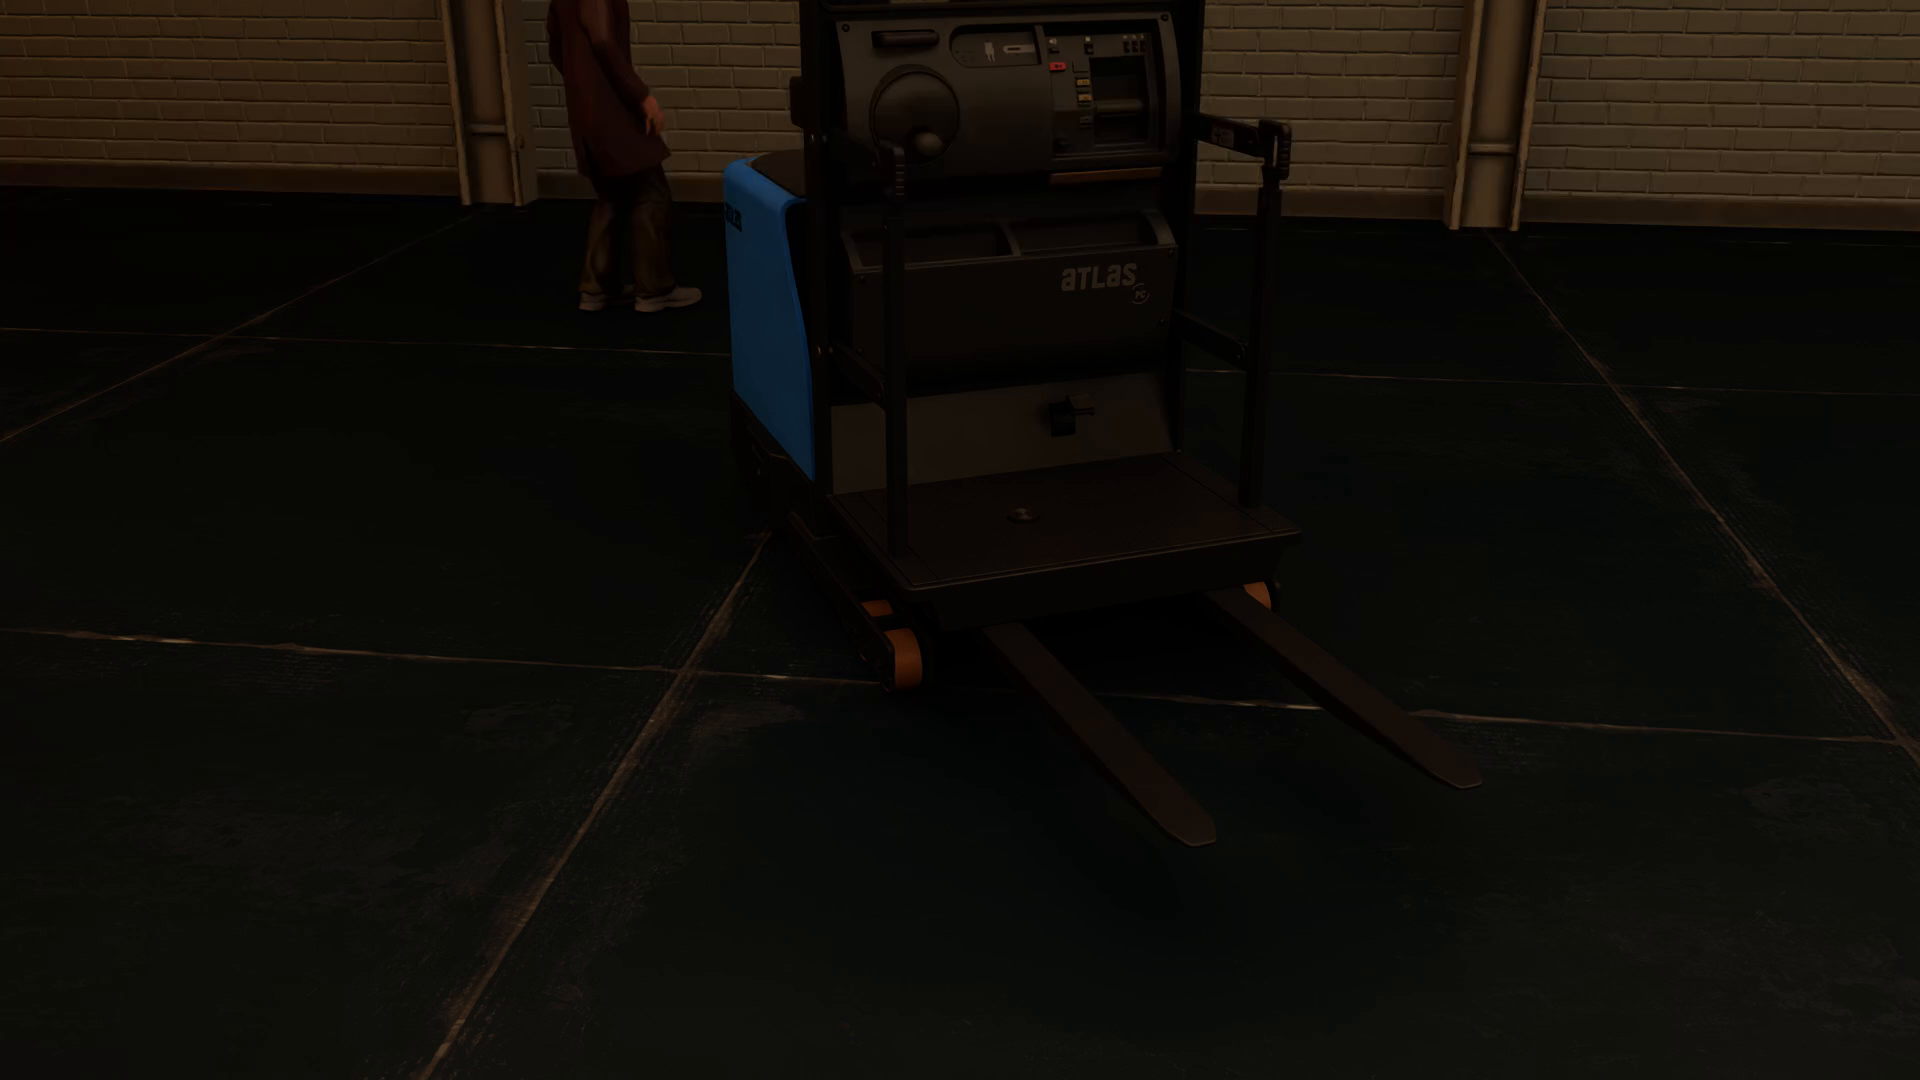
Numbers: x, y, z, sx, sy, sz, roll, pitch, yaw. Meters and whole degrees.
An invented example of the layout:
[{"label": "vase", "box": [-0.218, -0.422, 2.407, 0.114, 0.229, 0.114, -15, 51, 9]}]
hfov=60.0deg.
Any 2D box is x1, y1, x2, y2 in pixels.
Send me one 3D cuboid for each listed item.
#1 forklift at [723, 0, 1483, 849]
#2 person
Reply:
[{"label": "forklift", "box": [0.215, -1.146, 4.100, 1.130, 2.935, 3.031, -8, 23, -19]}, {"label": "person", "box": [-1.565, -1.944, 7.665, 0.556, 1.754, 0.796, -17, 27, -35]}]
